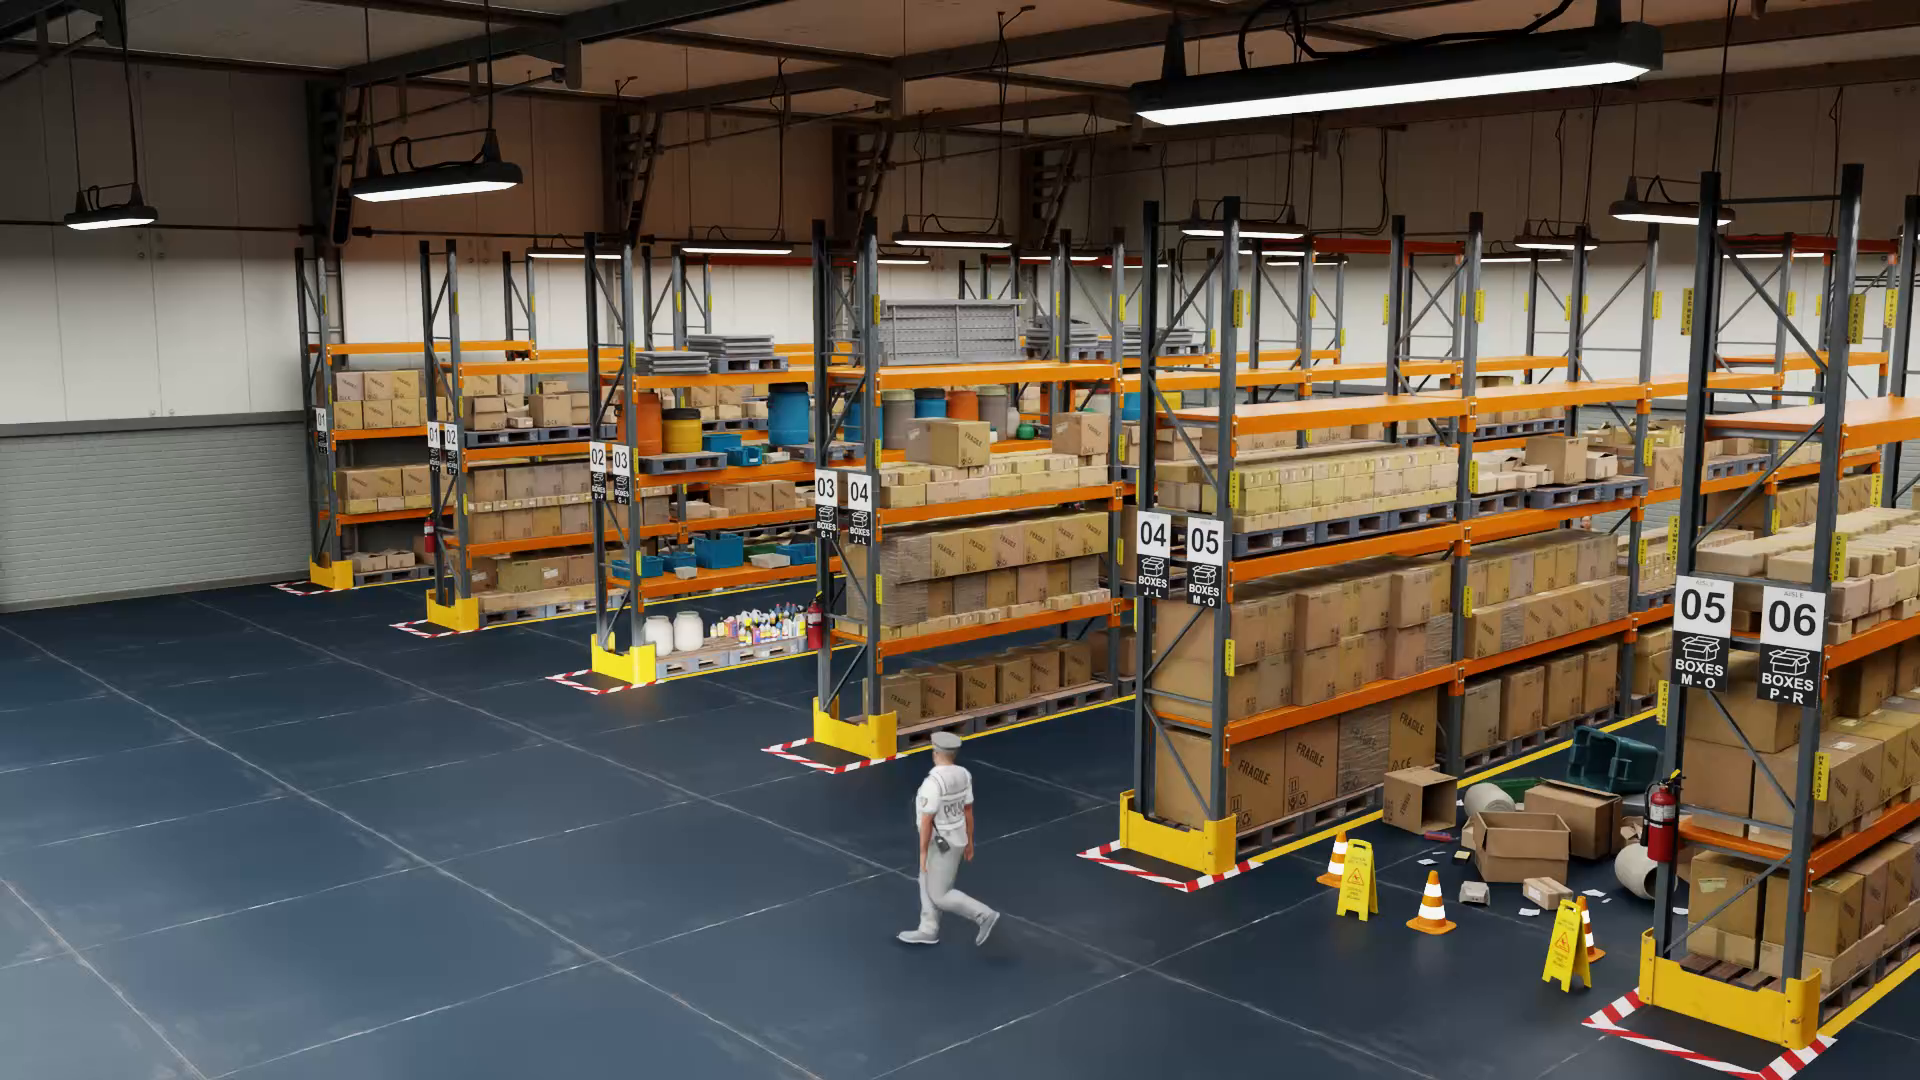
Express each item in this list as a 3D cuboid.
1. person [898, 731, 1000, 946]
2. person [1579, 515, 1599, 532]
[{"bbox_3d":[-0.090,2.384,13.141,0.798,1.739,0.512,0,8,-3],"label":"person"},{"bbox_3d":[10.177,0.391,27.023,0.489,1.677,0.437,1,8,8],"label":"person"}]
